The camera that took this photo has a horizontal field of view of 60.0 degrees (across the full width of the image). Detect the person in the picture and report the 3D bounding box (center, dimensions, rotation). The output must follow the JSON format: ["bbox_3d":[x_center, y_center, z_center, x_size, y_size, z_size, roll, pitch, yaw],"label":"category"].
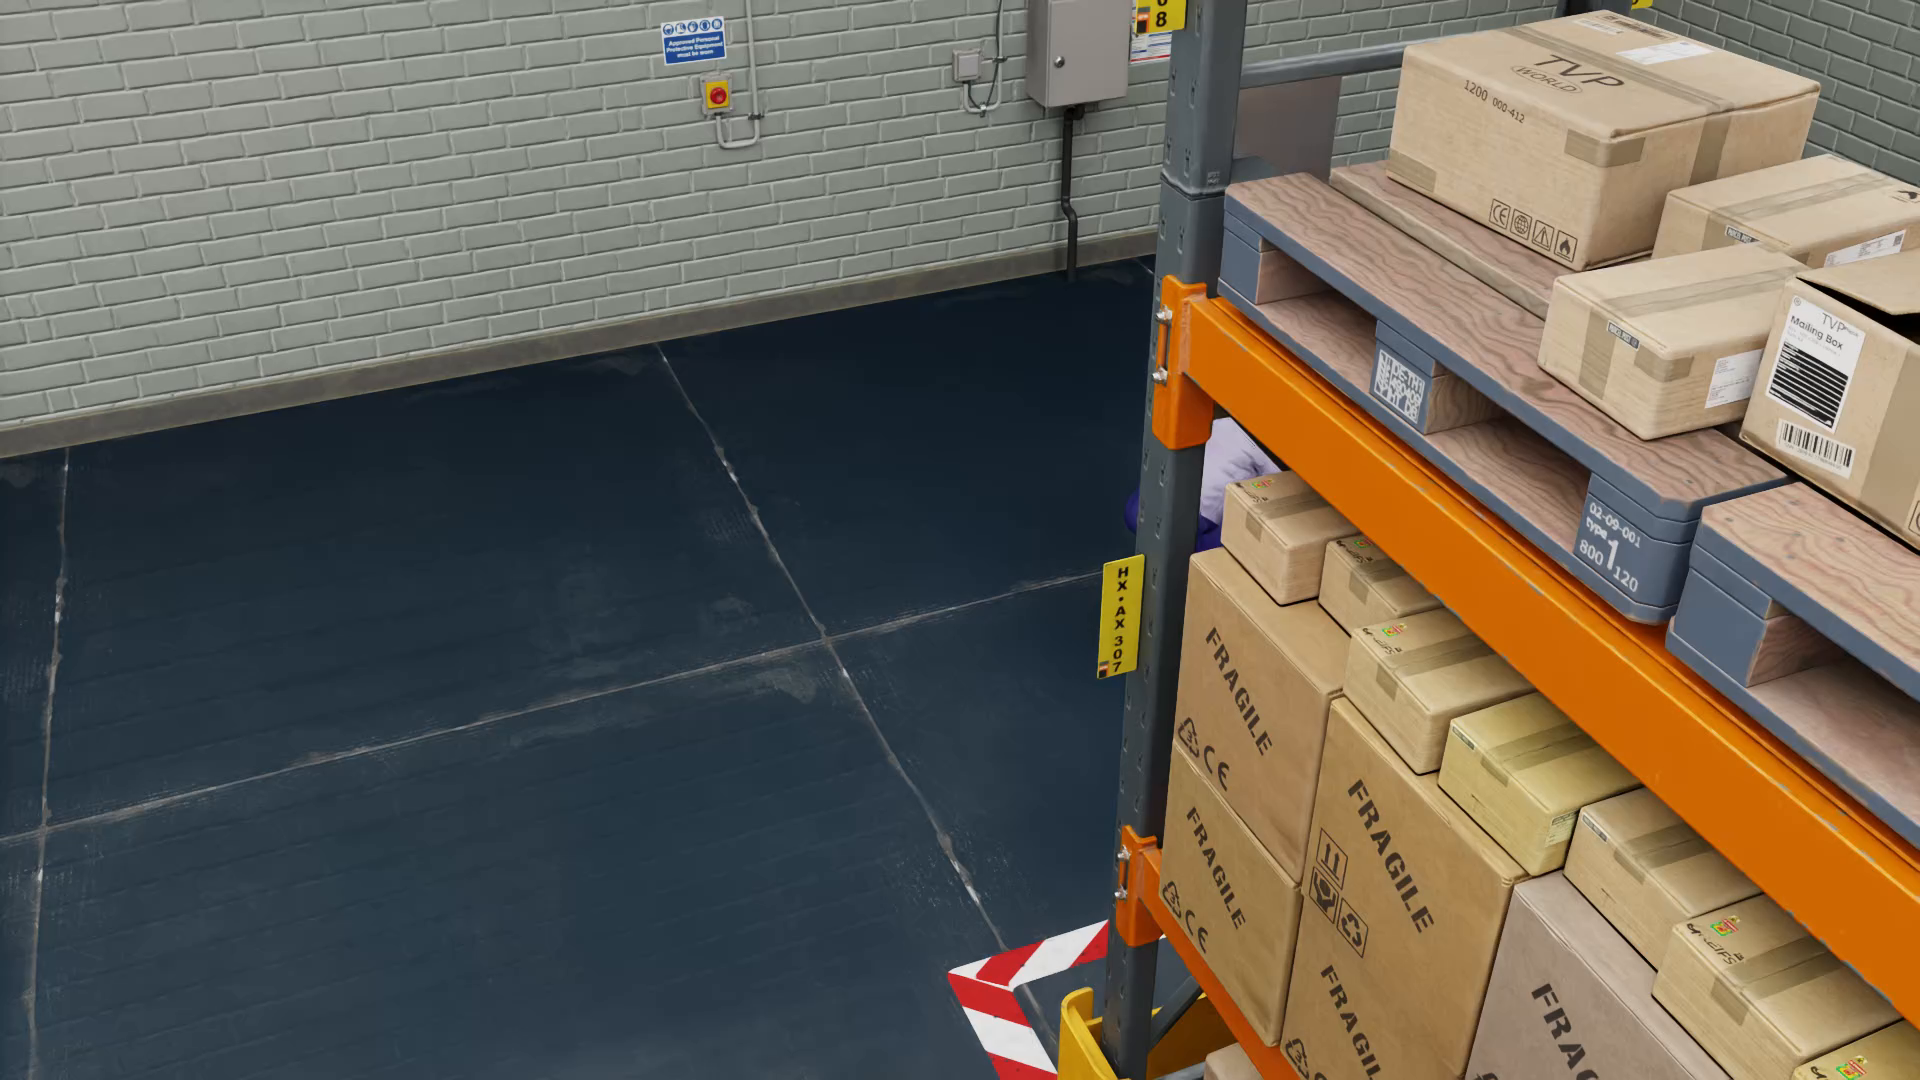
[{"bbox_3d":[1.064,-0.115,6.888,0.793,1.033,0.529,-13,36,-19],"label":"person"}]
